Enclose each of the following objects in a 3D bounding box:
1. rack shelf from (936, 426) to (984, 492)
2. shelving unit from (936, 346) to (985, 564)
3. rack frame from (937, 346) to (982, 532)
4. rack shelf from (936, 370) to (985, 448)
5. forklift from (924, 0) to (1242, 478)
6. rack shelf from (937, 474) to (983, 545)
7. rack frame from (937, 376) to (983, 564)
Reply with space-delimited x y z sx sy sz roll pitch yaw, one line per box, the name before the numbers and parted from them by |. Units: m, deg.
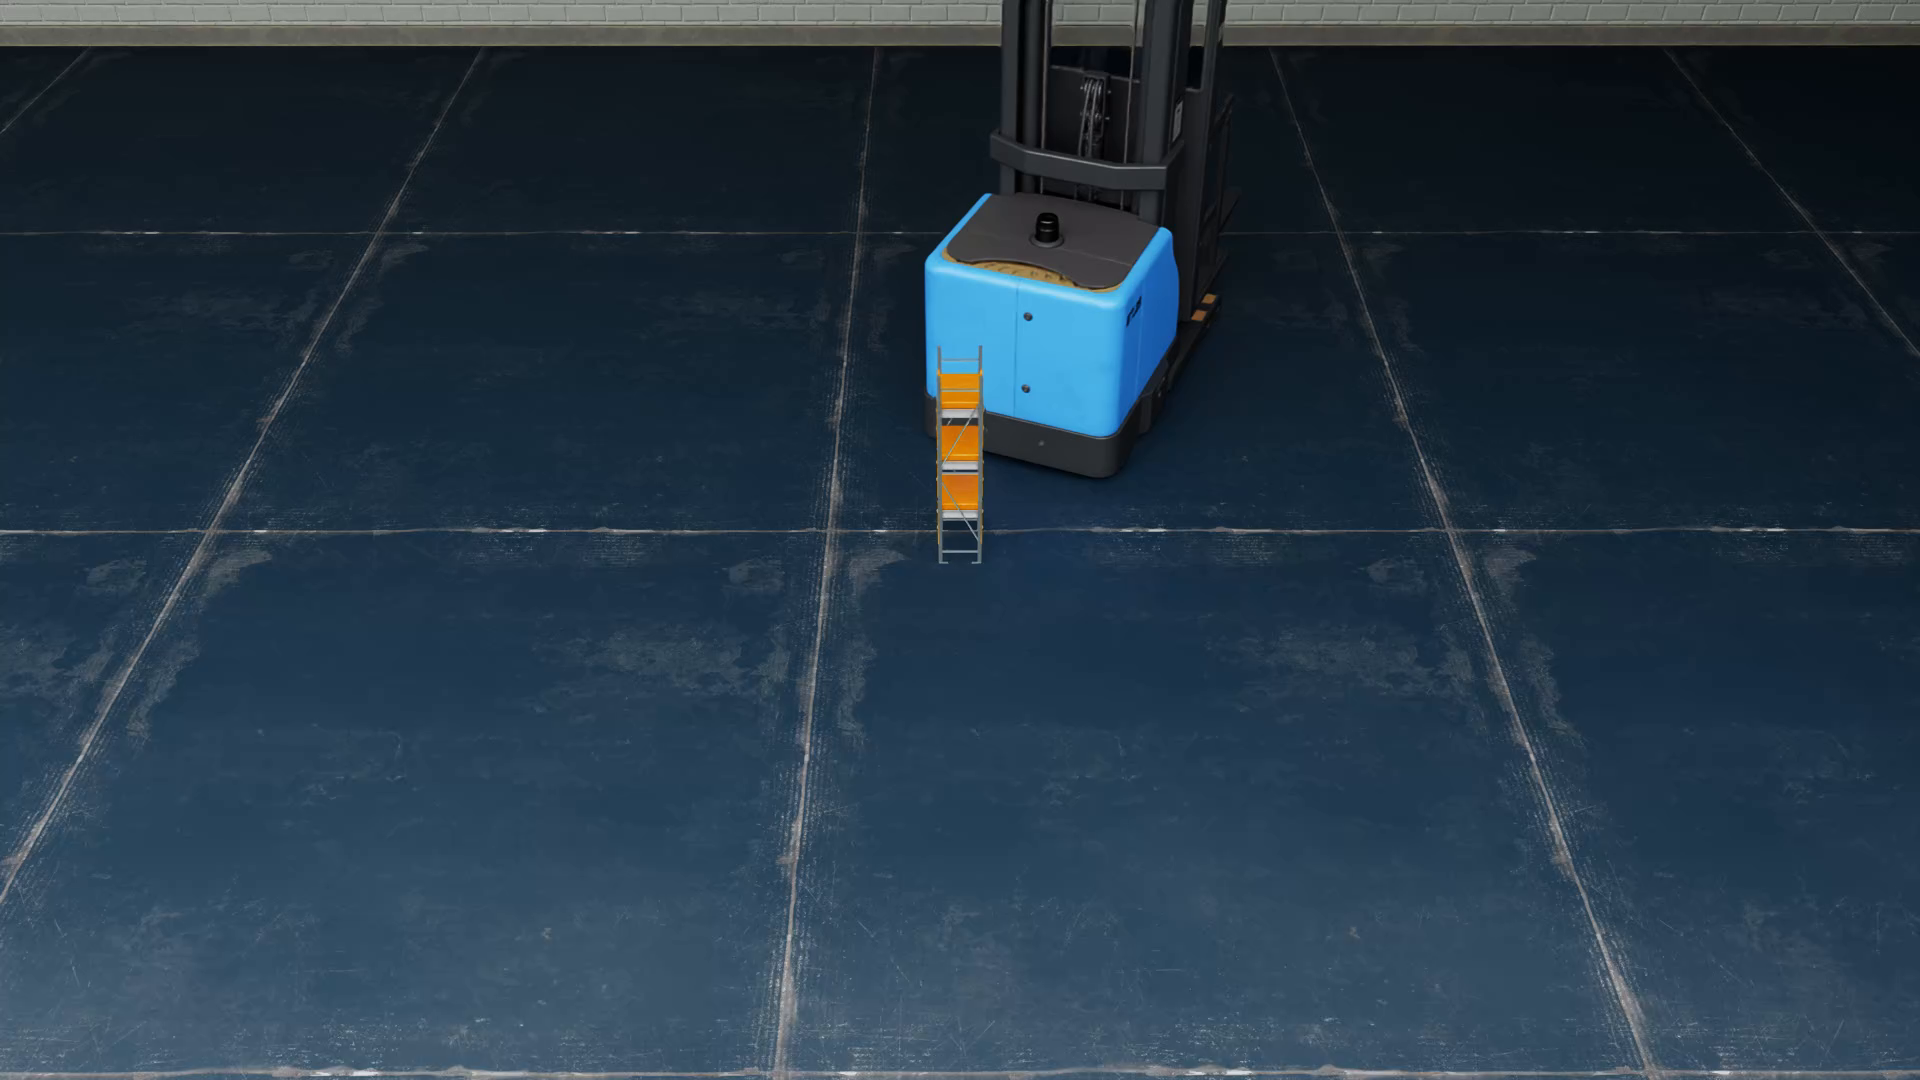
rack shelf | 0.000 -0.368 7.632 0.215 0.259 0.240 0 39 0
shelving unit | 0.000 -0.376 7.625 0.215 1.050 0.252 0 39 0
rack frame | 0.000 -0.453 7.721 0.200 1.050 0.008 0 39 0
rack shelf | 0.000 -0.589 7.455 0.215 0.259 0.240 0 39 0
forklift | 0.856 -2.375 8.616 1.130 2.935 3.031 15 41 18
rack shelf | 0.000 -0.151 7.806 0.215 0.259 0.240 0 39 0
rack frame | 0.000 -0.300 7.530 0.200 1.050 0.008 0 39 0
